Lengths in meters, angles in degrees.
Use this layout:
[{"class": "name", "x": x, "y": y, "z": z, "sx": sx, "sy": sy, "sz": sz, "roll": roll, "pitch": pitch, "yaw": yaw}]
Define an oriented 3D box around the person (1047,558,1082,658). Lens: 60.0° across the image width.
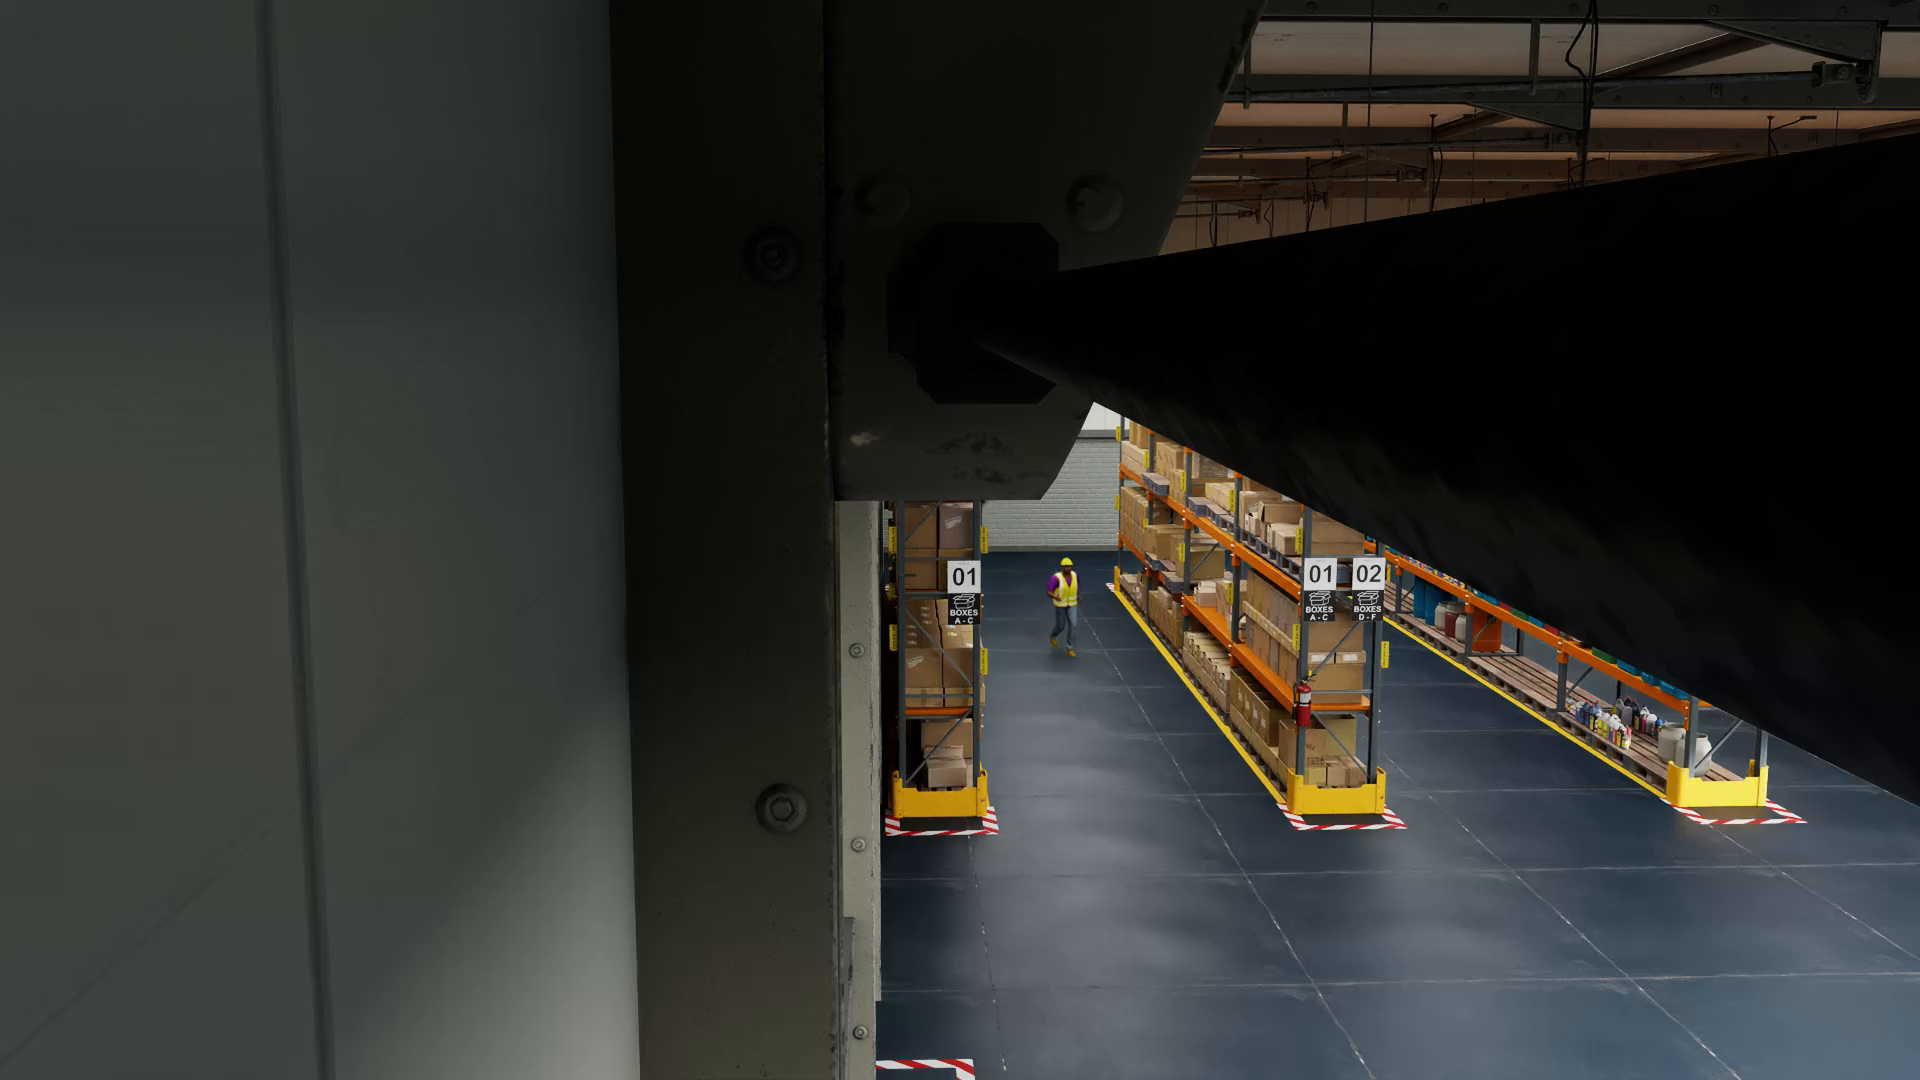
[{"class": "person", "x": 1.868, "y": 1.176, "z": 29.852, "sx": 0.682, "sy": 1.762, "sz": 0.926, "roll": -3, "pitch": 9, "yaw": -17}]
